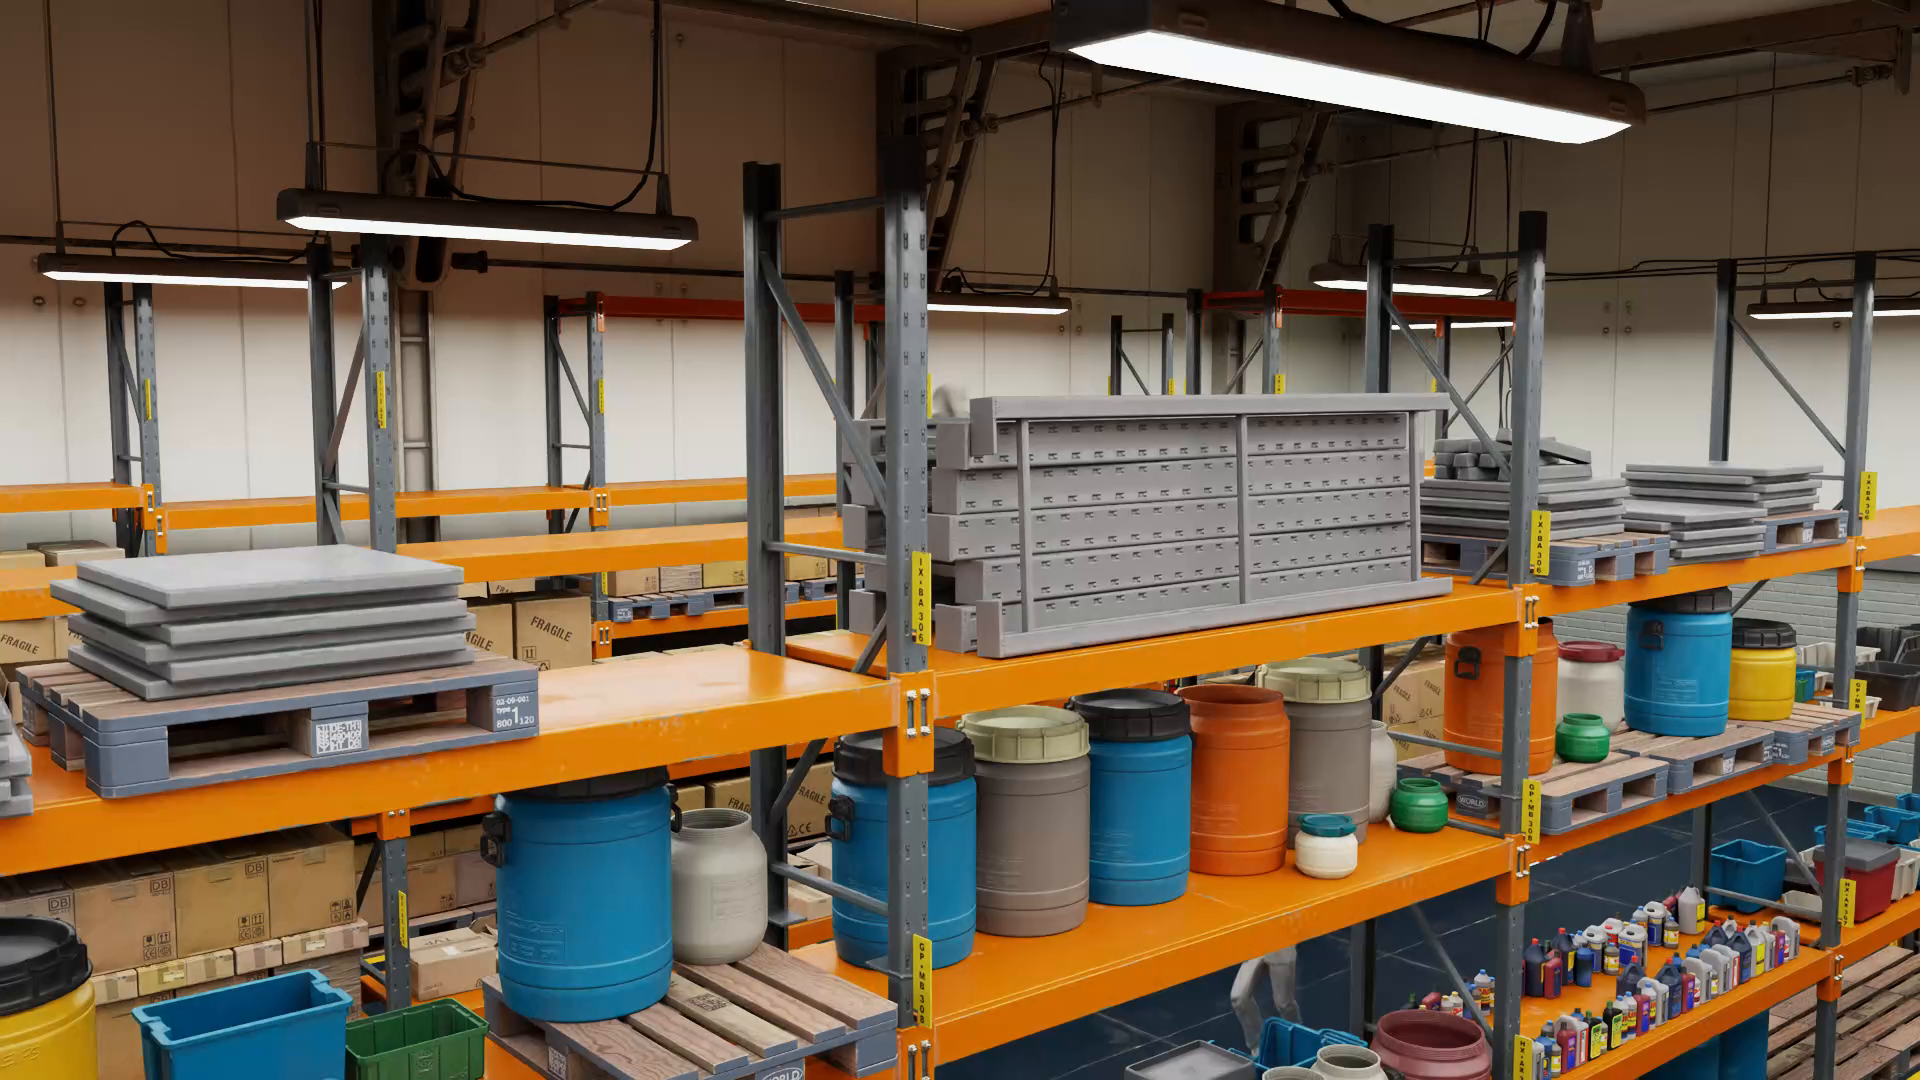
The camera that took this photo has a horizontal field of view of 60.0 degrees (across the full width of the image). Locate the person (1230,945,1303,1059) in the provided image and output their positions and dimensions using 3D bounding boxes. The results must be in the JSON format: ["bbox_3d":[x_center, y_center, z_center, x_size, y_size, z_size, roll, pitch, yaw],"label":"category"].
[{"bbox_3d":[2.376,3.148,12.505,0.762,1.686,0.547,-5,8,-43],"label":"person"}]
